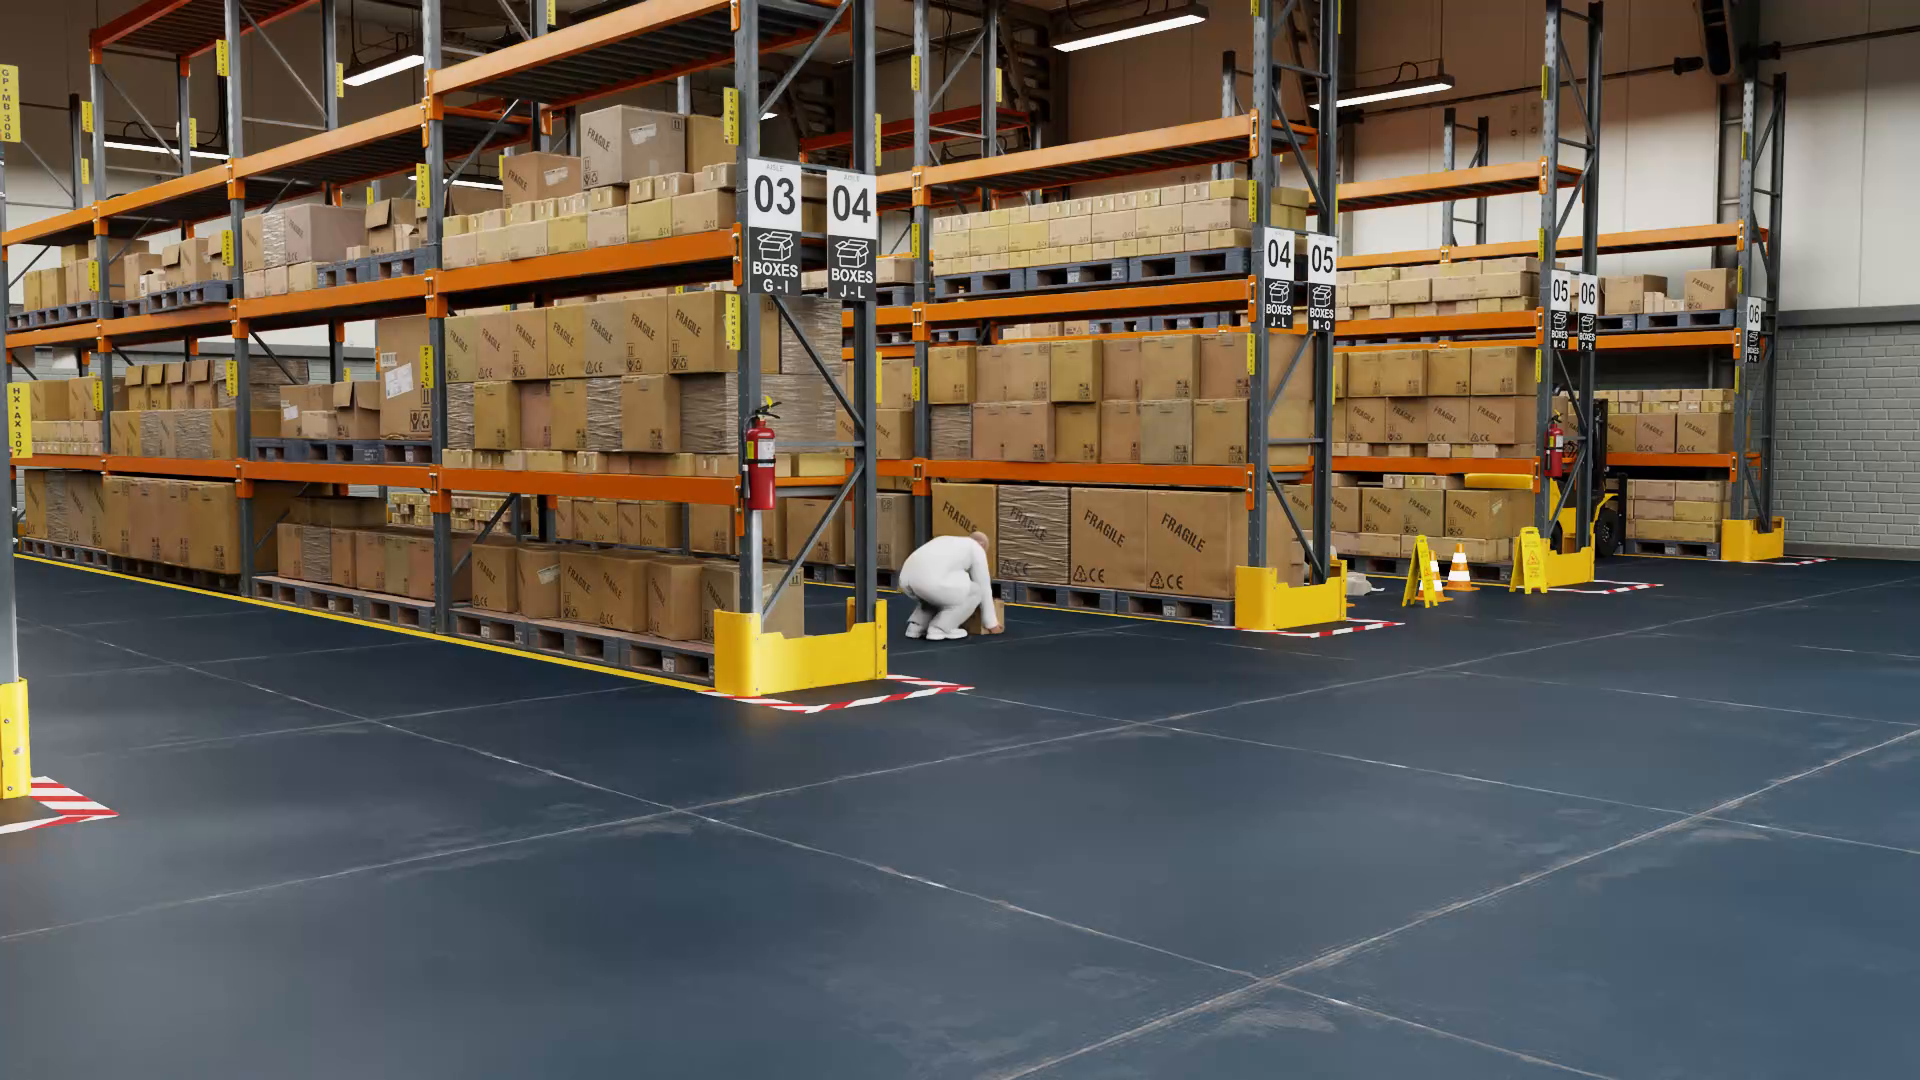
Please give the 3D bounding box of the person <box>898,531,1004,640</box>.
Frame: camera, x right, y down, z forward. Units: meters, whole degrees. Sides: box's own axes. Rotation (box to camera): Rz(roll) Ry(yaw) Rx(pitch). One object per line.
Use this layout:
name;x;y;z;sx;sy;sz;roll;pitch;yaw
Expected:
person;-0.076;0.392;12.887;0.928;0.837;0.579;-4;5;-44
